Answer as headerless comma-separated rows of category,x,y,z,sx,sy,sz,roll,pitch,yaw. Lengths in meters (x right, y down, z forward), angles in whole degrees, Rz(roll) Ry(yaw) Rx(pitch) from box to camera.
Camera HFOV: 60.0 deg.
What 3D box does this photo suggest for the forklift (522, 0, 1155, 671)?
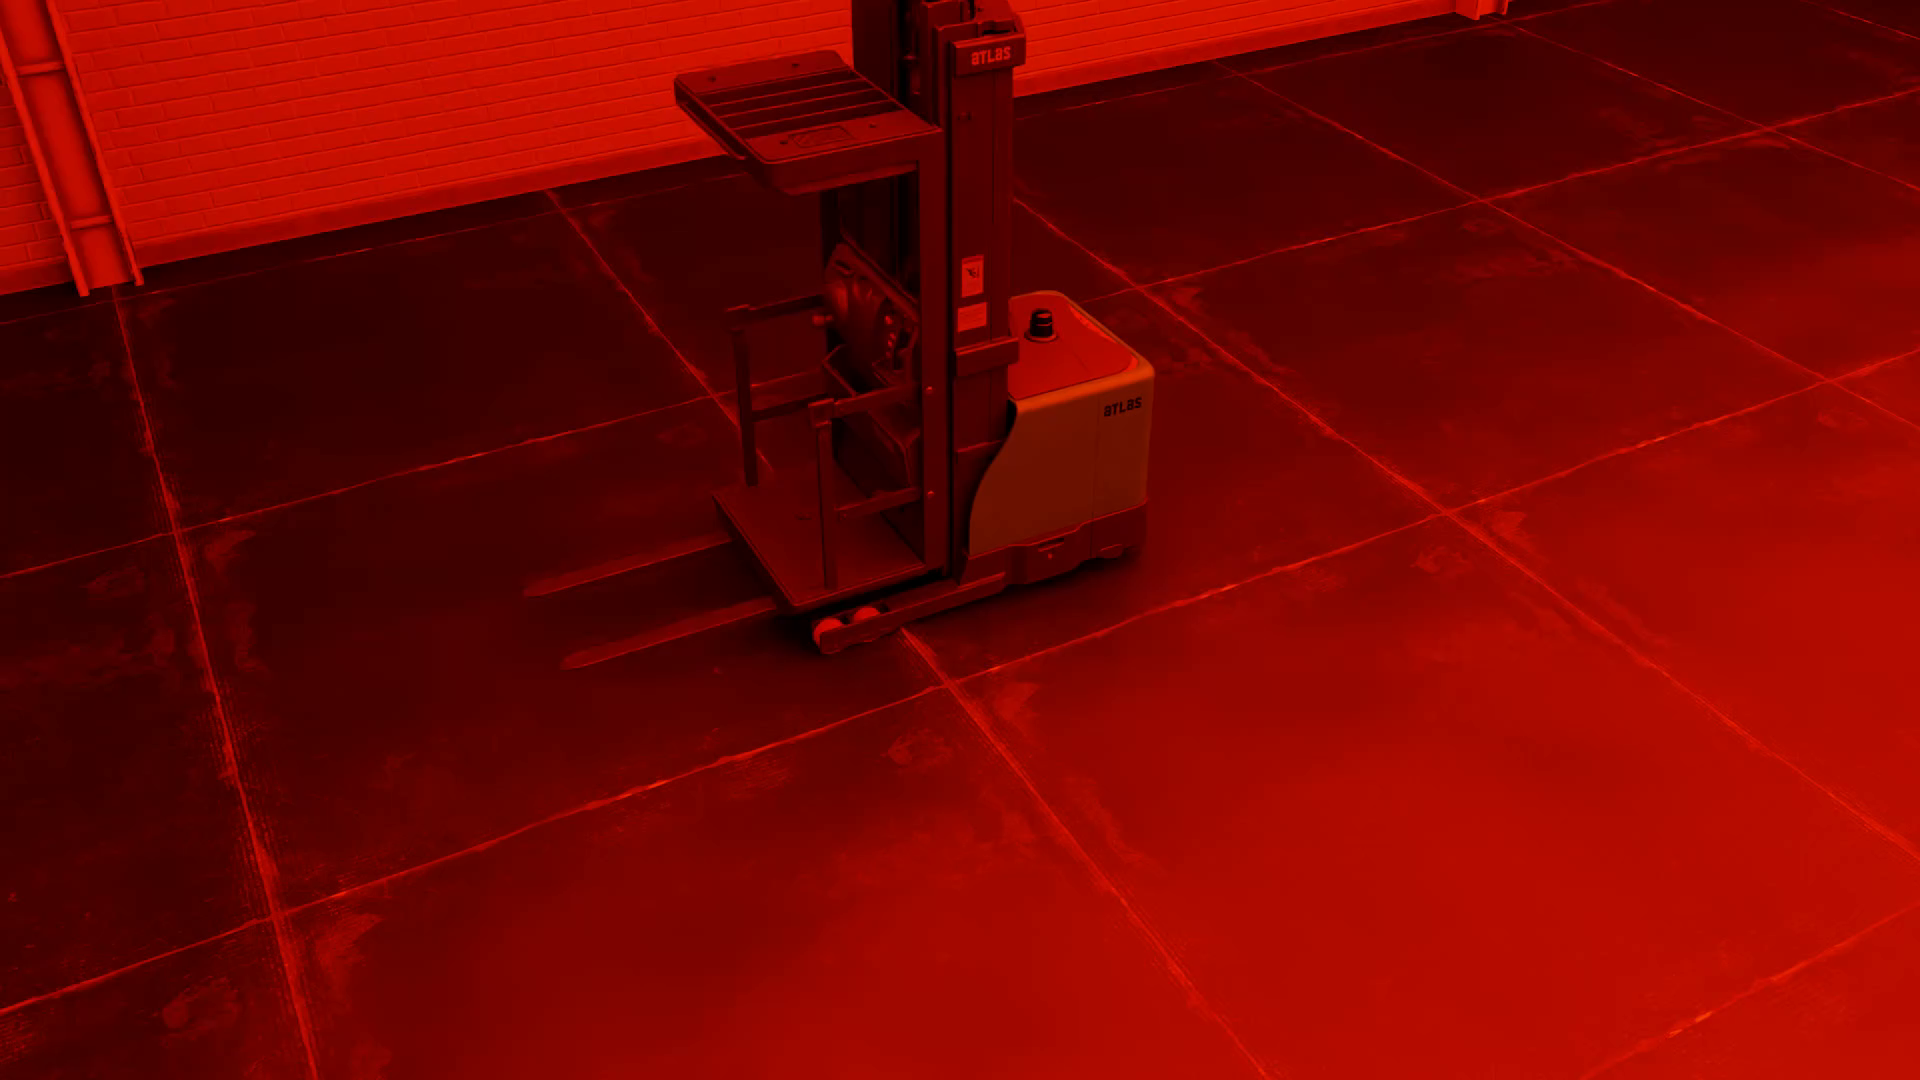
forklift,-0.593,-1.005,7.545,3.031,2.935,1.130,-17,39,-22
